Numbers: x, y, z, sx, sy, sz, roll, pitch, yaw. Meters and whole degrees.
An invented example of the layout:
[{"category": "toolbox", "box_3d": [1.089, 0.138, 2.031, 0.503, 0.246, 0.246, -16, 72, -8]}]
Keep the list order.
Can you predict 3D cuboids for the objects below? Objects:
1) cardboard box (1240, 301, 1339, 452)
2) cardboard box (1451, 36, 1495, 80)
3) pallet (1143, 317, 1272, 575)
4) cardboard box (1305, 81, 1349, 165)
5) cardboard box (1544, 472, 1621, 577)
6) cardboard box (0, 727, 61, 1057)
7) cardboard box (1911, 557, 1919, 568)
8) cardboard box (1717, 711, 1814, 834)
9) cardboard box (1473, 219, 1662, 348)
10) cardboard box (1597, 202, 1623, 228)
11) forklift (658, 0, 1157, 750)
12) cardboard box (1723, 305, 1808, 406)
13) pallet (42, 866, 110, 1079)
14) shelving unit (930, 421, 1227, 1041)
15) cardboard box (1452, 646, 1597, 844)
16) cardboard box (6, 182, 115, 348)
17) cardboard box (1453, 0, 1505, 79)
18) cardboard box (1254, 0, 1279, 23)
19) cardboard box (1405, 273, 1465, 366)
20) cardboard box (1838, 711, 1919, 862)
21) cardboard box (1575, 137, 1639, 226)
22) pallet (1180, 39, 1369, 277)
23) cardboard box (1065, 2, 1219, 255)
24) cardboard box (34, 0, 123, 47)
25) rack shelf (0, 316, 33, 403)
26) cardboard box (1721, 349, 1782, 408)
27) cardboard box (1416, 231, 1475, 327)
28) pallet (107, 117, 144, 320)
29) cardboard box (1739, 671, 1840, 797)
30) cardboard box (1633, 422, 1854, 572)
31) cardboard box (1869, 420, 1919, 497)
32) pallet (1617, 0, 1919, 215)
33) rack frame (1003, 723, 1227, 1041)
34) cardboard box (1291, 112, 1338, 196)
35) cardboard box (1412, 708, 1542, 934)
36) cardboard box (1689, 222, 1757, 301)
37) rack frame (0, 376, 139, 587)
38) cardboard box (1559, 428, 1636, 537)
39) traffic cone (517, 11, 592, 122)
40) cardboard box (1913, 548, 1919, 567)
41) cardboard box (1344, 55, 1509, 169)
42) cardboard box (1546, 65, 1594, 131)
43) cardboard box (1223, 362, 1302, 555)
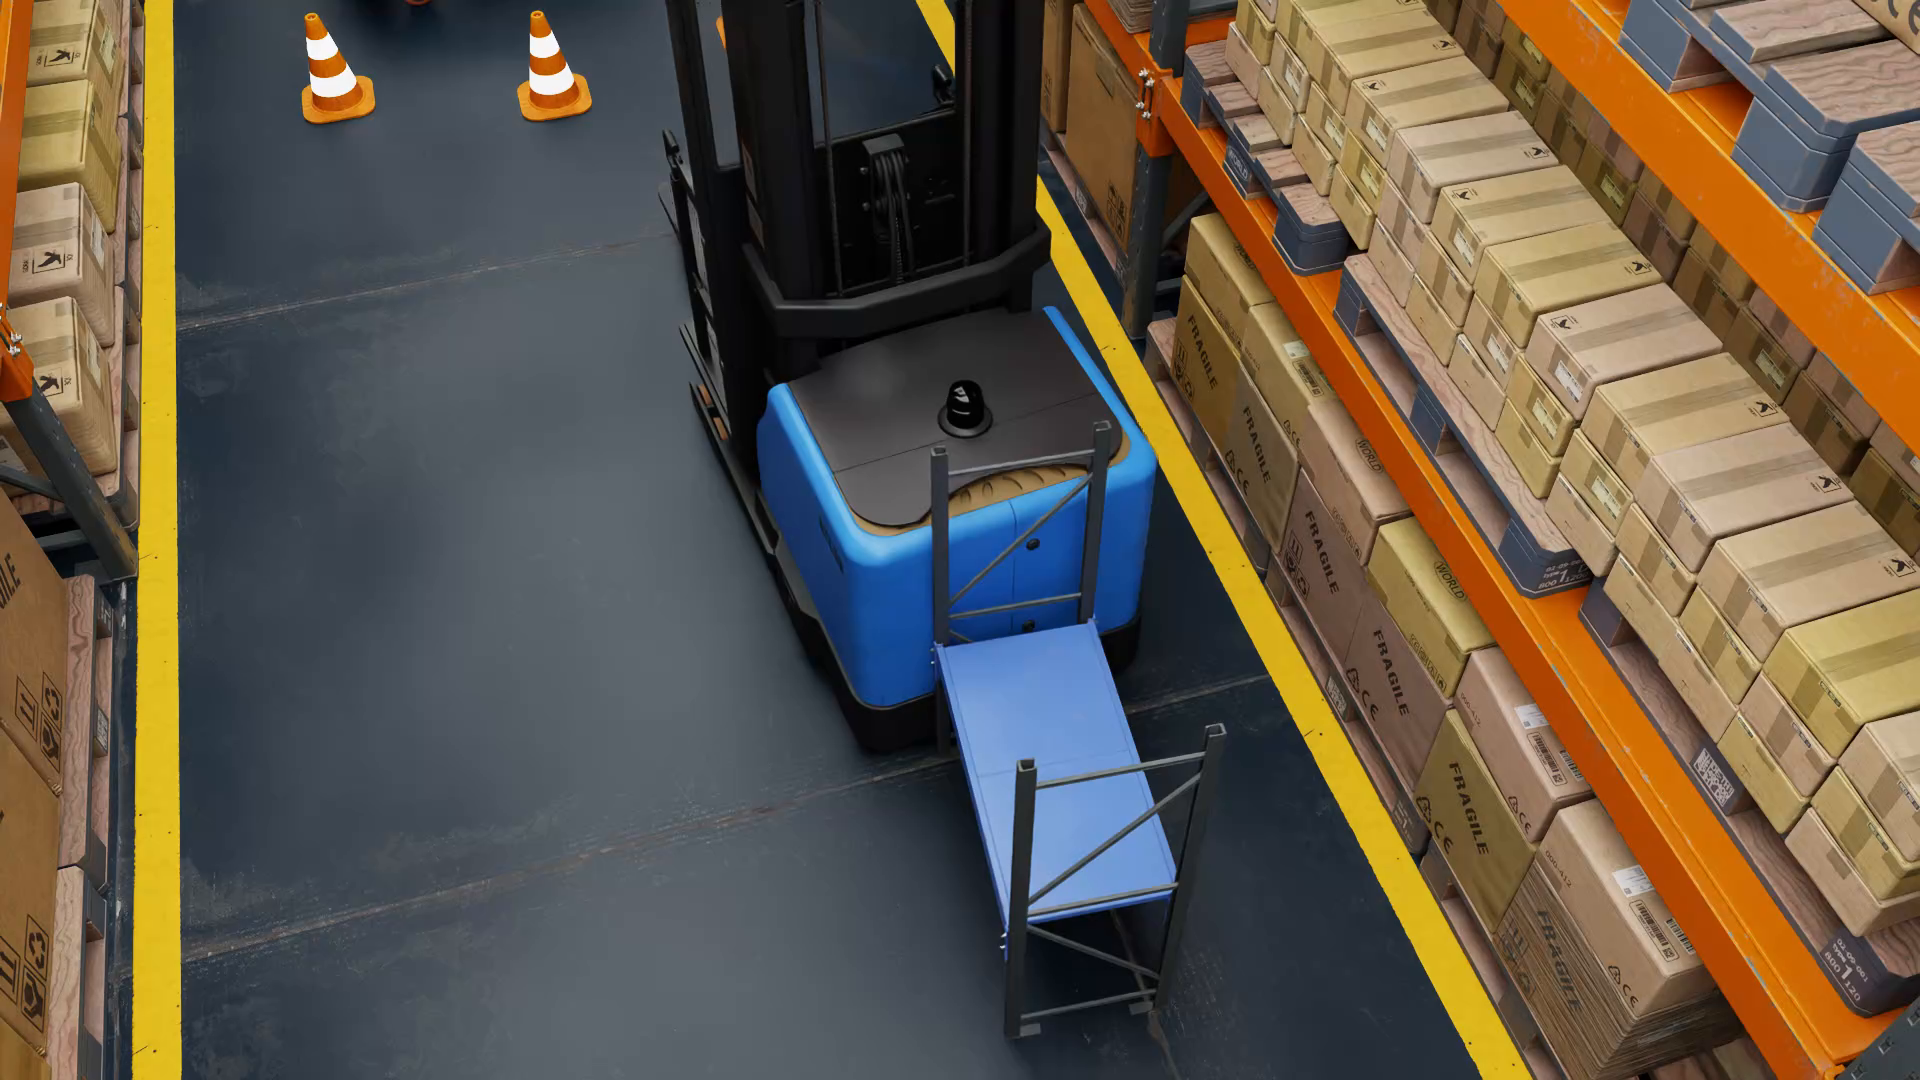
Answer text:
[{"category": "cardboard box", "box_3d": [1.297, -0.594, 5.659, 0.500, 0.250, 0.500, -14, 51, -11]}, {"category": "cardboard box", "box_3d": [1.831, -1.568, 5.499, 0.380, 0.149, 0.250, -13, 51, -11]}, {"category": "pallet", "box_3d": [1.404, -0.482, 6.518, 1.003, 0.211, 1.213, -13, 51, -11]}, {"category": "cardboard box", "box_3d": [1.290, -1.312, 5.089, 0.380, 0.149, 0.250, -15, 51, -12]}, {"category": "cardboard box", "box_3d": [1.740, -0.087, 4.251, 0.380, 0.149, 0.250, -15, 52, -13]}, {"category": "cardboard box", "box_3d": [-3.140, 0.967, 4.588, 0.875, 0.875, 0.875, -13, 51, -11]}, {"category": "cardboard box", "box_3d": [2.523, 0.139, 4.060, 0.380, 0.149, 0.250, -13, 51, -11]}, {"category": "cardboard box", "box_3d": [1.973, 0.481, 3.773, 0.380, 0.149, 0.250, -13, 51, -11]}, {"category": "cardboard box", "box_3d": [1.587, -0.674, 4.357, 0.380, 0.149, 0.250, -14, 51, -11]}, {"category": "cardboard box", "box_3d": [2.059, -1.001, 5.022, 0.380, 0.149, 0.250, -15, 52, -13]}, {"category": "forklift", "box_3d": [-0.419, -1.391, 5.506, 1.130, 2.935, 3.031, -18, 52, -15]}, {"category": "cardboard box", "box_3d": [2.288, -0.529, 4.429, 0.380, 0.149, 0.250, -14, 51, -12]}, {"category": "pallet", "box_3d": [-3.006, 1.623, 4.744, 1.003, 0.211, 1.213, -13, 51, -11]}, {"category": "shelving unit", "box_3d": [0.273, 0.586, 4.775, 0.538, 1.500, 1.048, -9, 50, -8]}, {"category": "cardboard box", "box_3d": [1.756, 0.533, 4.708, 0.500, 0.250, 0.500, -11, 51, -9]}, {"category": "cardboard box", "box_3d": [-3.908, -0.999, 6.574, 0.950, 0.372, 0.625, -14, 51, -12]}, {"category": "cardboard box", "box_3d": [1.836, -1.649, 5.374, 0.380, 0.149, 0.250, -12, 51, -10]}, {"category": "cardboard box", "box_3d": [1.127, -1.813, 5.317, 0.380, 0.149, 0.250, -13, 51, -11]}, {"category": "cardboard box", "box_3d": [1.508, -0.666, 4.739, 0.380, 0.149, 0.250, -13, 51, -10]}, {"category": "cardboard box", "box_3d": [2.052, 0.475, 3.388, 0.380, 0.149, 0.250, -11, 51, -9]}, {"category": "cardboard box", "box_3d": [2.061, -1.093, 4.904, 0.380, 0.149, 0.250, -14, 51, -11]}, {"category": "pallet", "box_3d": [1.487, -1.393, 5.588, 1.213, 0.211, 1.003, -13, 51, -11]}, {"category": "cardboard box", "box_3d": [1.080, -1.827, 7.025, 1.050, 0.750, 0.750, -14, 51, -11]}, {"category": "cardboard box", "box_3d": [-4.550, -2.586, 7.912, 0.950, 0.372, 0.625, -13, 51, -11]}, {"category": "rack shelf", "box_3d": [-2.933, 0.934, 3.971, 1.077, 0.370, 4.000, -13, 51, -11]}, {"category": "cardboard box", "box_3d": [2.289, -0.429, 4.539, 0.380, 0.149, 0.250, -14, 51, -12]}, {"category": "cardboard box", "box_3d": [1.508, -0.763, 4.627, 0.380, 0.149, 0.250, -14, 51, -11]}, {"category": "pallet", "box_3d": [-4.111, -1.320, 7.225, 1.003, 0.211, 1.213, -13, 51, -11]}, {"category": "cardboard box", "box_3d": [1.972, 0.382, 3.662, 0.380, 0.149, 0.250, -13, 51, -11]}, {"category": "cardboard box", "box_3d": [1.820, -0.102, 3.875, 0.380, 0.149, 0.250, -13, 51, -11]}, {"category": "cardboard box", "box_3d": [2.447, -0.241, 3.992, 0.380, 0.149, 0.250, -14, 51, -11]}, {"category": "pallet", "box_3d": [1.967, -1.168, 3.434, 1.213, 0.211, 1.003, -13, 51, -11]}, {"category": "rack frame", "box_3d": [0.379, 0.966, 4.454, 0.500, 1.500, 0.032, -9, 50, -8]}, {"category": "cardboard box", "box_3d": [1.274, -1.241, 5.224, 0.380, 0.149, 0.250, -11, 51, -9]}, {"category": "cardboard box", "box_3d": [1.747, 0.782, 4.989, 0.500, 0.500, 0.500, -14, 51, -12]}, {"category": "cardboard box", "box_3d": [2.214, -0.808, 4.470, 0.380, 0.149, 0.250, -12, 51, -10]}, {"category": "rack frame", "box_3d": [-3.524, -0.759, 4.928, 1.000, 3.000, 0.127, -13, 51, -11]}, {"category": "cardboard box", "box_3d": [1.741, -0.189, 4.143, 0.380, 0.149, 0.250, -16, 52, -13]}, {"category": "traffic cone", "box_3d": [-1.962, -2.287, 7.876, 0.336, 0.463, 0.334, -13, 51, -11]}, {"category": "cardboard box", "box_3d": [2.525, 0.051, 3.940, 0.380, 0.149, 0.250, -12, 51, -10]}, {"category": "cardboard box", "box_3d": [1.354, -1.247, 4.840, 0.380, 0.149, 0.250, -15, 52, -12]}, {"category": "cardboard box", "box_3d": [1.990, -1.374, 4.947, 0.380, 0.149, 0.250, -12, 51, -10]}, {"category": "cardboard box", "box_3d": [1.292, -0.340, 5.935, 0.500, 0.500, 0.500, -13, 51, -11]}]
